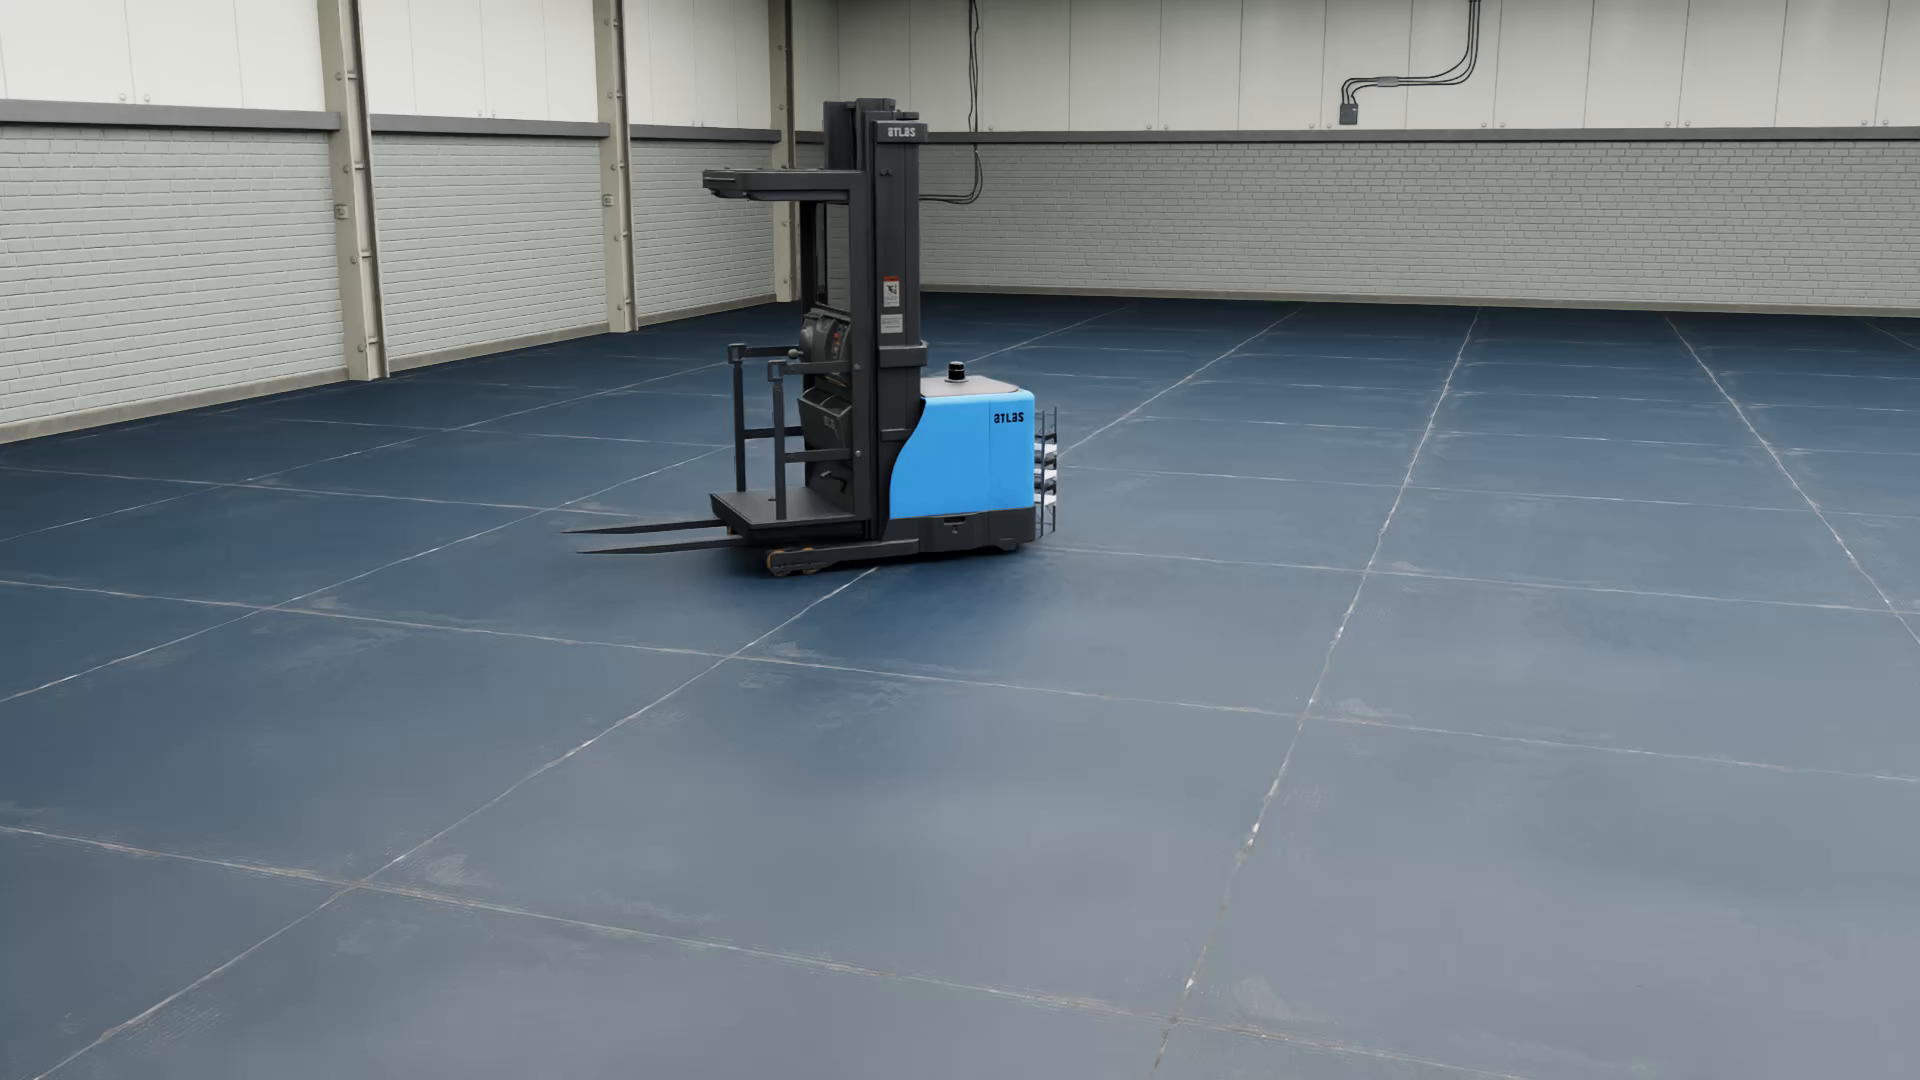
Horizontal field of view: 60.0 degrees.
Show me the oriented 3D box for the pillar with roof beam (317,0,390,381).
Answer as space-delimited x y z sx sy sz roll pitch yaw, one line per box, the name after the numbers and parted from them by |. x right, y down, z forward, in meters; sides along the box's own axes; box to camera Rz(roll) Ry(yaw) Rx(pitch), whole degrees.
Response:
-3.045 -6.025 17.662 9.100 9.000 0.400 4 14 18 | pillar with roof beam

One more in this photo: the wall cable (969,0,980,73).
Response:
1.528 -10.140 31.320 3.097 2.526 0.112 4 14 18 | wall cable

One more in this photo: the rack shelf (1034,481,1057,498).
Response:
0.518 -0.357 11.584 0.258 0.077 0.200 7 14 27 | rack shelf

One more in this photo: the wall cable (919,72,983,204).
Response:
-1.032 -7.873 32.736 3.097 2.526 0.112 4 14 18 | wall cable

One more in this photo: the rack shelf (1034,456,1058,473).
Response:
0.518 -0.532 11.543 0.258 0.077 0.200 7 14 27 | rack shelf

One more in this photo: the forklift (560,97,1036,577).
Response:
-1.060 -1.331 10.734 3.031 2.935 1.130 -5 14 -21 | forklift

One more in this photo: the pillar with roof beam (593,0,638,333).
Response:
-1.104 -7.288 23.197 9.100 9.000 0.400 4 14 18 | pillar with roof beam

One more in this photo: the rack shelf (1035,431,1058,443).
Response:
0.518 -0.708 11.503 0.258 0.077 0.200 7 14 27 | rack shelf

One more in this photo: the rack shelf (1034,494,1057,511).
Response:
0.518 -0.269 11.604 0.258 0.077 0.200 7 14 27 | rack shelf

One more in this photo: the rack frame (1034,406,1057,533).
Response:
0.565 -0.497 11.644 0.240 0.900 0.006 7 14 27 | rack frame

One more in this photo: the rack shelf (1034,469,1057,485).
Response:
0.518 -0.445 11.563 0.258 0.077 0.200 7 14 27 | rack shelf

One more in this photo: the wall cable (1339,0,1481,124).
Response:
7.946 -10.358 29.003 2.305 6.003 0.169 4 14 18 | wall cable

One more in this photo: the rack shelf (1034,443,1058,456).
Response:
0.518 -0.620 11.523 0.258 0.077 0.200 7 14 27 | rack shelf

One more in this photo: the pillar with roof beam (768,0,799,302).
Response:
0.837 -8.552 28.732 9.100 9.000 0.400 4 14 18 | pillar with roof beam

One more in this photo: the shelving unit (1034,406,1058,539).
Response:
0.518 -0.477 11.556 0.258 0.900 0.210 7 14 27 | shelving unit

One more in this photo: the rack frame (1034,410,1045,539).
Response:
0.472 -0.457 11.468 0.240 0.900 0.006 7 14 27 | rack frame
